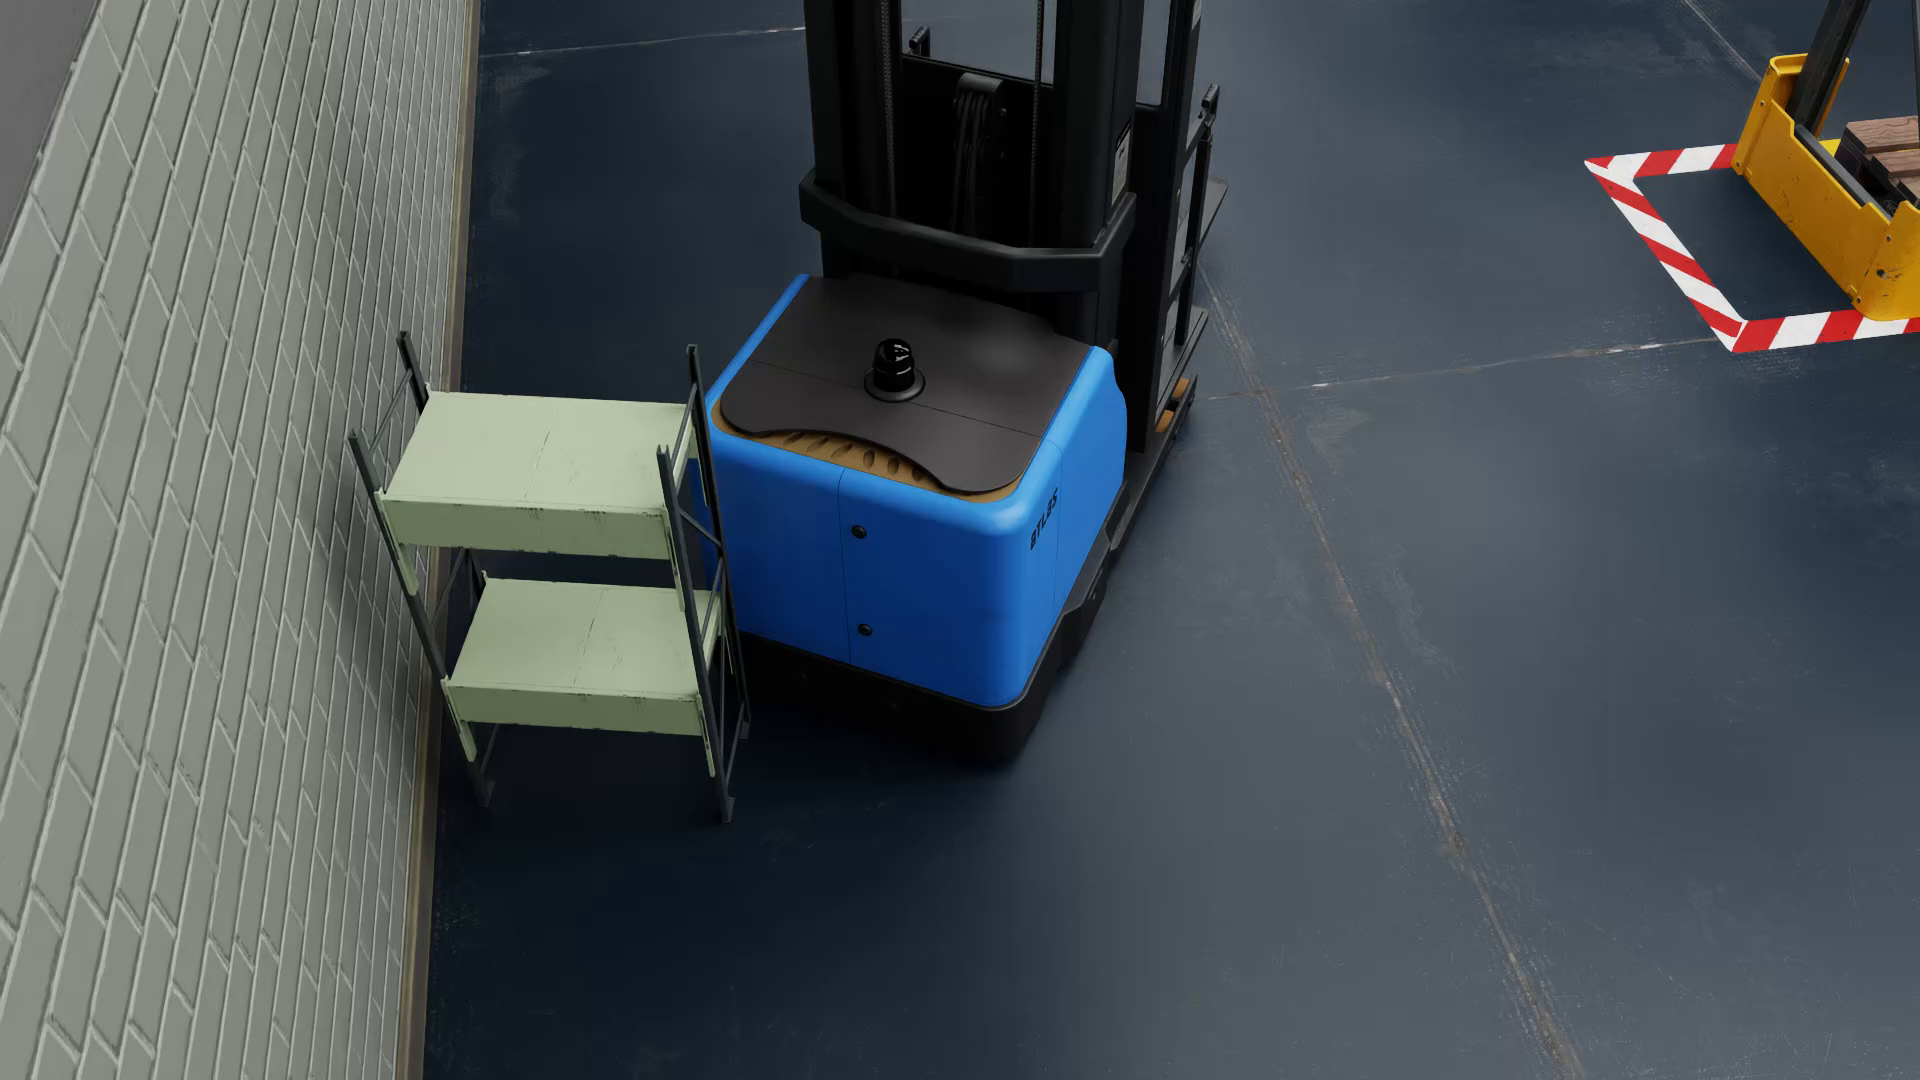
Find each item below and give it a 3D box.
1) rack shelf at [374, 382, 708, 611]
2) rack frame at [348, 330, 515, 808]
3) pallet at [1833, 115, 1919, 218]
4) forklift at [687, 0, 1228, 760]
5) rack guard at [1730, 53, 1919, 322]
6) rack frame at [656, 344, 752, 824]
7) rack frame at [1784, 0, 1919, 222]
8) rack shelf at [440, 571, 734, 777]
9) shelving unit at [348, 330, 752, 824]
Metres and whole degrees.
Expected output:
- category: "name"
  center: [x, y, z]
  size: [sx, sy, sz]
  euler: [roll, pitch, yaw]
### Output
- category: "rack shelf"
  center: [-1.045, -0.113, 4.275]
  size: [0.720, 0.370, 0.431]
  euler: [3, 46, 3]
- category: "rack frame"
  center: [-1.410, 0.138, 4.576]
  size: [0.023, 1.500, 0.400]
  euler: [3, 46, 3]
- category: "pallet"
  center: [4.503, -1.453, 7.003]
  size: [1.213, 0.211, 1.003]
  euler: [-7, 46, -7]
- category: "forklift"
  center: [0.231, -1.433, 5.096]
  size: [1.130, 2.935, 3.031]
  euler: [16, 48, 15]
- category: "rack guard"
  center: [3.662, -1.467, 6.816]
  size: [0.348, 0.500, 1.175]
  euler: [-7, 46, -7]
- category: "rack frame"
  center: [-0.680, 0.178, 4.537]
  size: [0.023, 1.500, 0.400]
  euler: [3, 46, 3]
- category: "rack frame"
  center: [3.684, -2.346, 5.928]
  size: [0.127, 3.000, 1.000]
  euler: [-7, 46, -7]
- category: "rack shelf"
  center: [-1.045, 0.384, 4.791]
  size: [0.720, 0.370, 0.431]
  euler: [3, 46, 3]
- category: "shelving unit"
  center: [-1.045, 0.158, 4.557]
  size: [0.755, 1.500, 0.431]
  euler: [3, 46, 3]
